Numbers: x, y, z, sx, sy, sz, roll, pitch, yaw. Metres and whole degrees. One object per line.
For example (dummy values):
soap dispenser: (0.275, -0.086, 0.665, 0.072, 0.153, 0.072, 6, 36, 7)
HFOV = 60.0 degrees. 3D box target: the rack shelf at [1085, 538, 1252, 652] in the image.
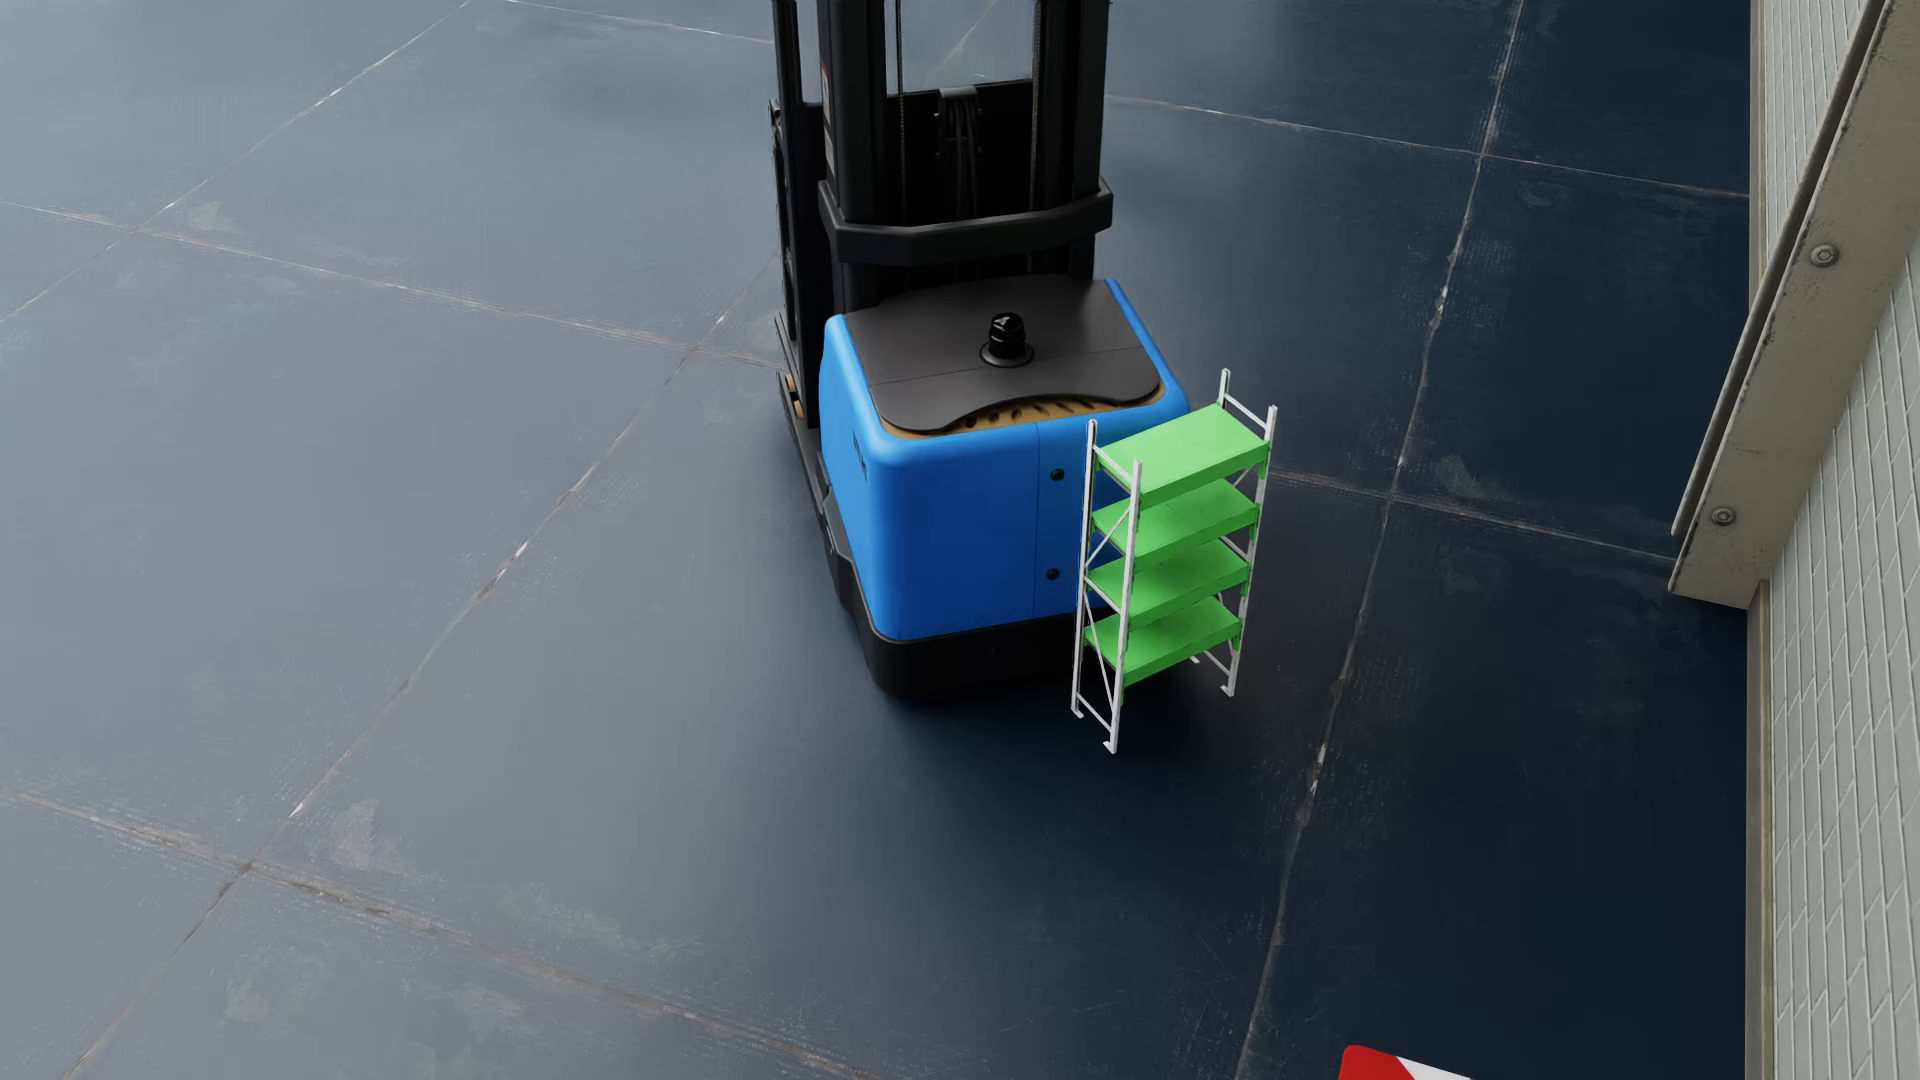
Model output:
rack shelf: (0.650, 0.140, 5.260, 0.480, 0.148, 0.258, -22, 45, -24)

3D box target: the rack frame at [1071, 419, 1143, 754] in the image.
rack frame: (0.443, 0.174, 5.121, 0.015, 1.200, 0.240, -22, 45, -24)

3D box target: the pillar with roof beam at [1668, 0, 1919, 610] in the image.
pillar with roof beam: (-1.266, -4.276, 4.329, 9.100, 9.000, 0.400, 13, 42, 15)

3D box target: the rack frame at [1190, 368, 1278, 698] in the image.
rack frame: (0.858, 0.008, 5.316, 0.015, 1.200, 0.240, -22, 45, -24)

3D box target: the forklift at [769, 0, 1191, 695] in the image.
forklift: (-0.121, -1.564, 5.825, 1.130, 2.935, 3.031, -9, 41, -11)

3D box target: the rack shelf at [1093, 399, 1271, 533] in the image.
rack shelf: (0.650, -0.225, 4.949, 0.480, 0.148, 0.258, -22, 45, -24)

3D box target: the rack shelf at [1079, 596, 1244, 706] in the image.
rack shelf: (0.650, 0.322, 5.416, 0.480, 0.148, 0.258, -22, 45, -24)

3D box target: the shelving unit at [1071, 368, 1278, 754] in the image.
shelving unit: (0.650, 0.091, 5.219, 0.503, 1.200, 0.258, -22, 45, -24)

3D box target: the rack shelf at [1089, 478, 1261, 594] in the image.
rack shelf: (0.650, -0.043, 5.104, 0.480, 0.148, 0.258, -22, 45, -24)
